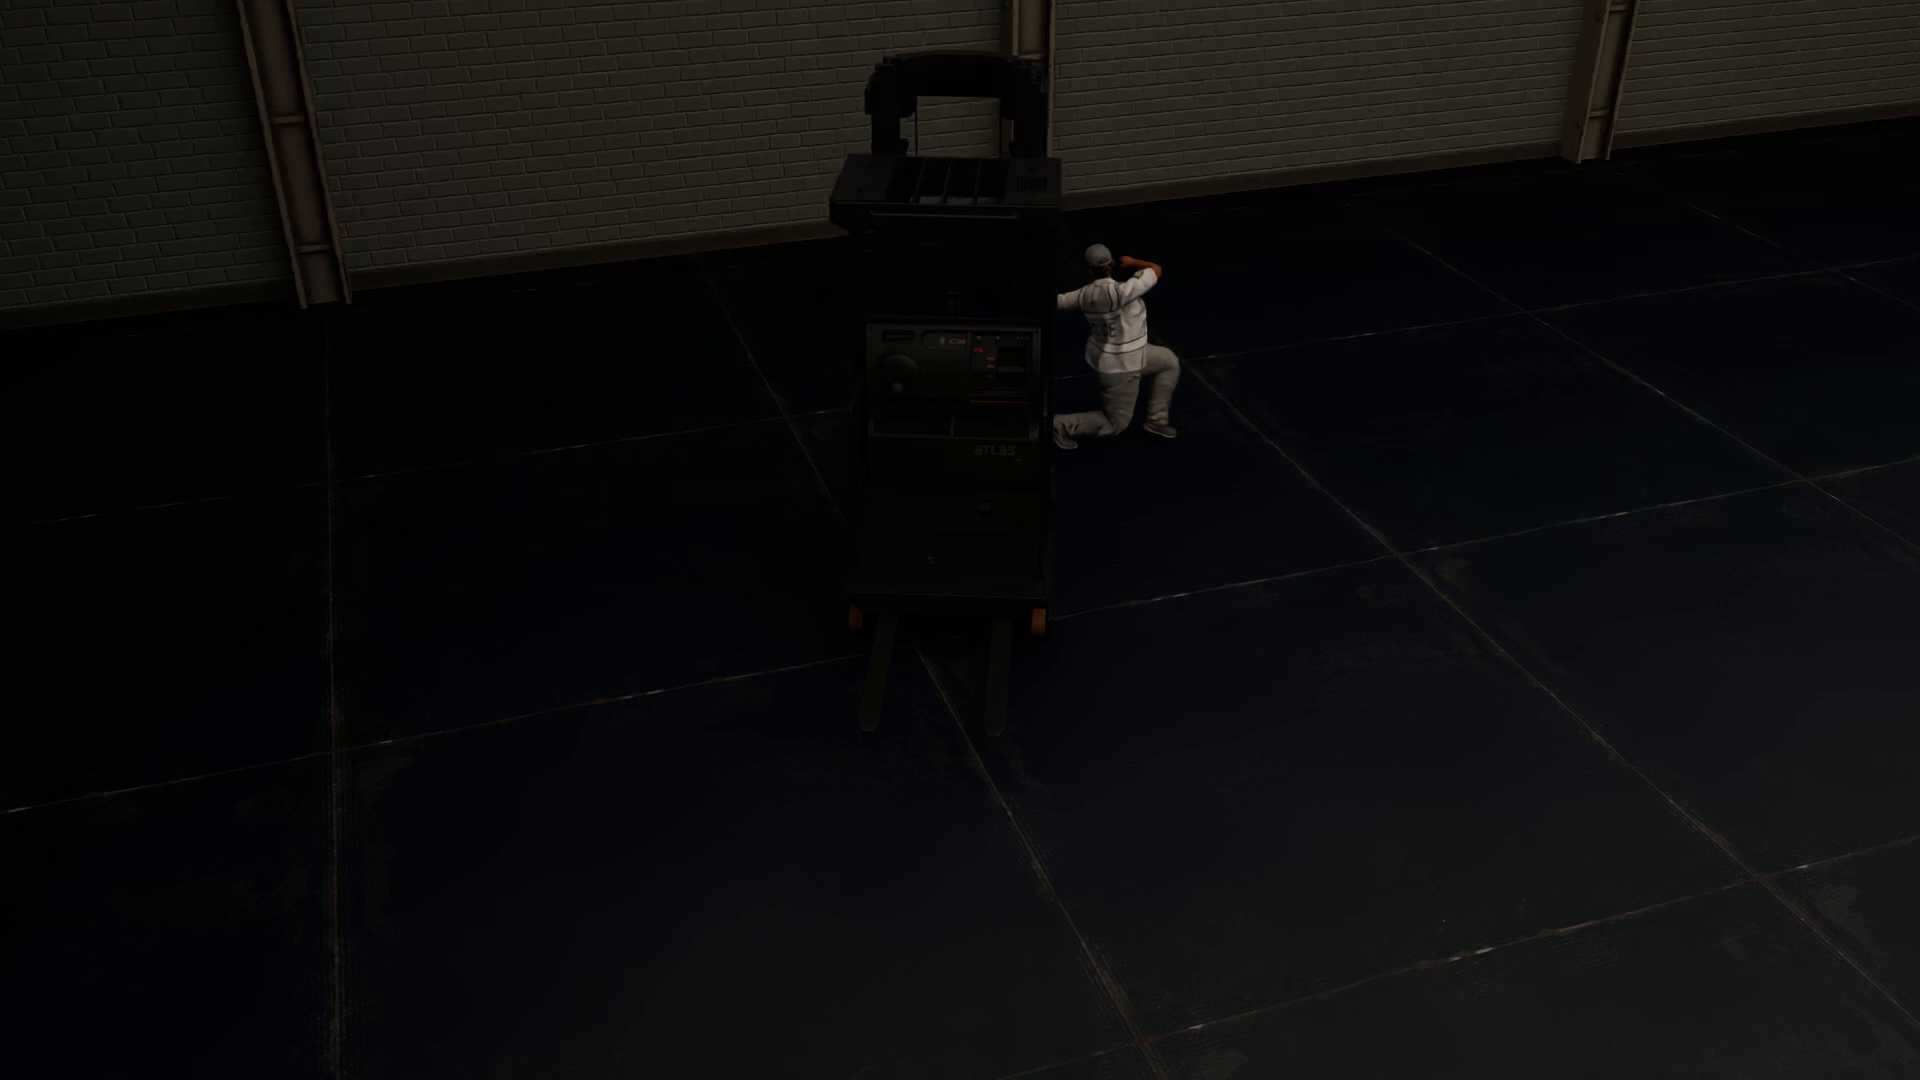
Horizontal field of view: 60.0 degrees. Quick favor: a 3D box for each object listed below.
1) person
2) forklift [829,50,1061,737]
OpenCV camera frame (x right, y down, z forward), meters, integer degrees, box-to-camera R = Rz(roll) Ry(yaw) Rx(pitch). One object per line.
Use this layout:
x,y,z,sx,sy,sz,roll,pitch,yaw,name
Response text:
0.967,-1.321,10.950,0.946,1.383,0.857,-8,31,-14,person
-0.047,-0.905,8.659,1.130,2.935,3.031,2,30,3,forklift
